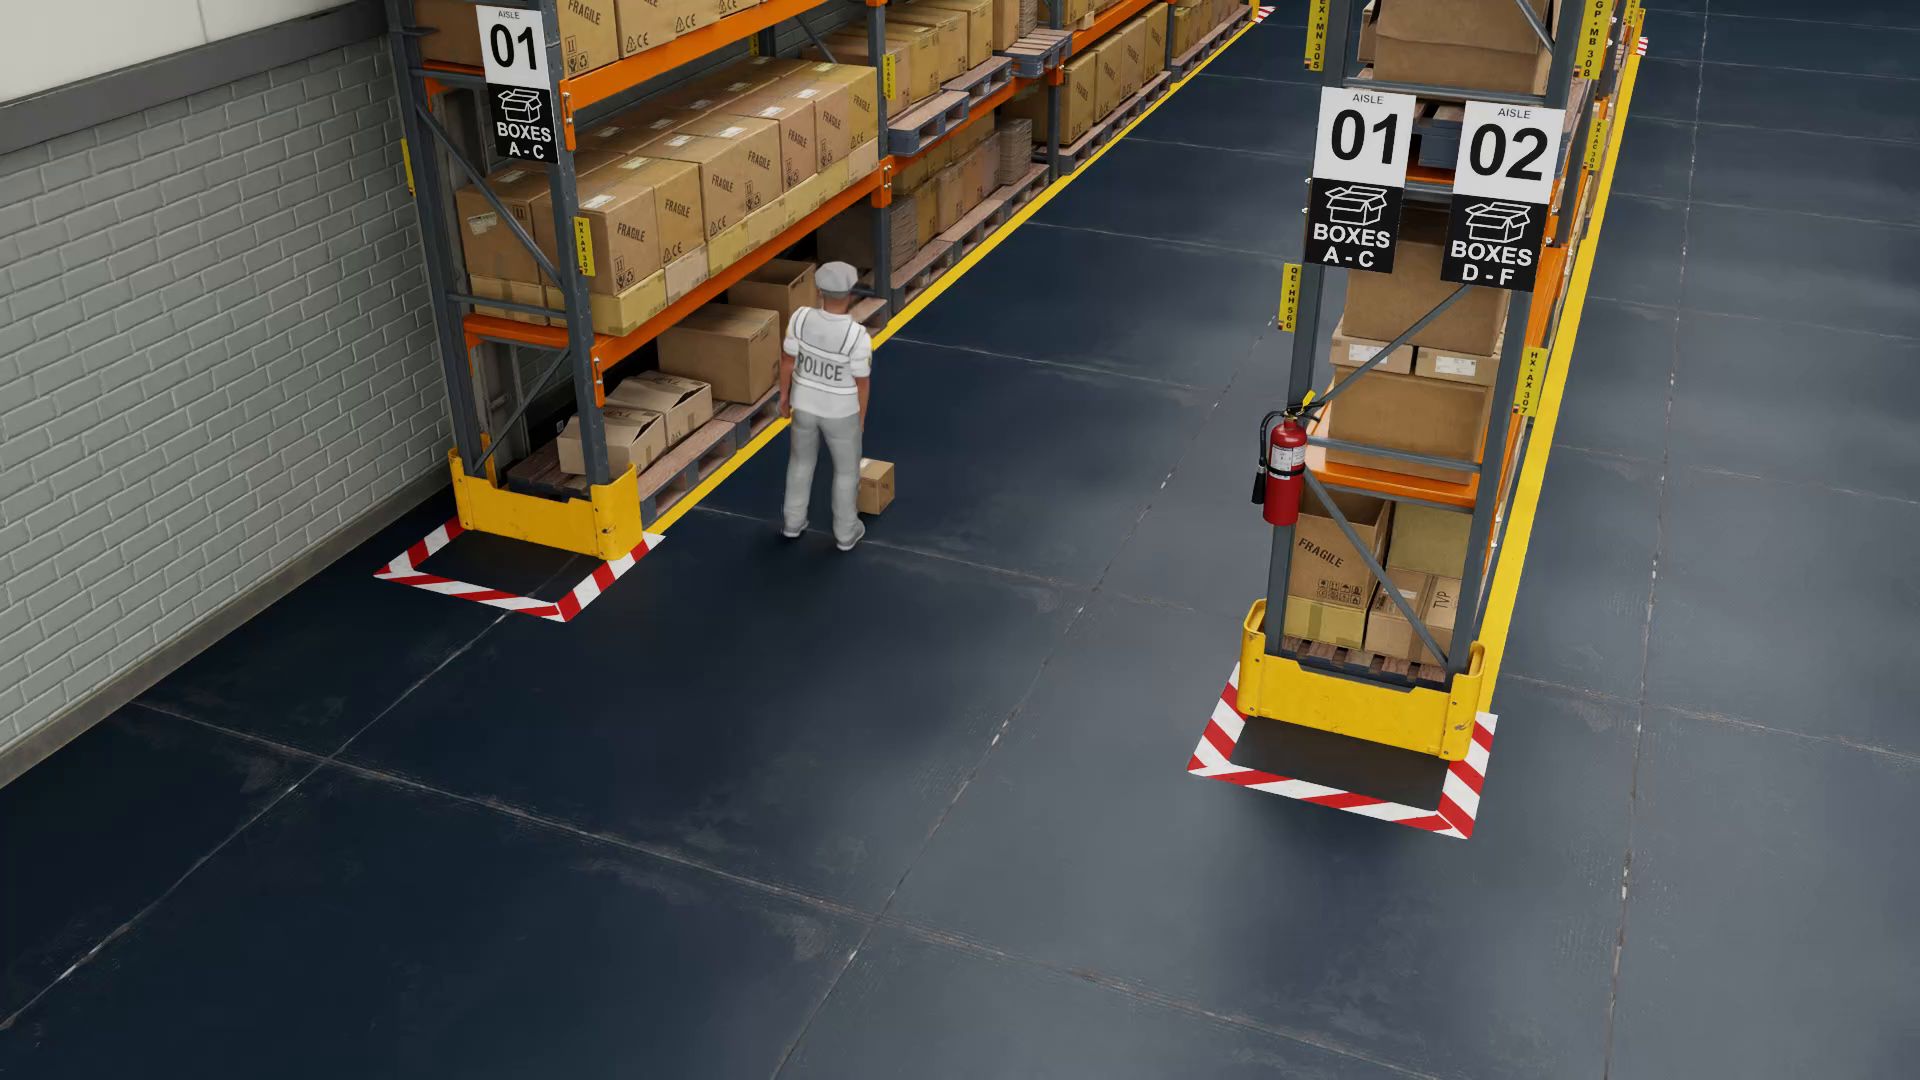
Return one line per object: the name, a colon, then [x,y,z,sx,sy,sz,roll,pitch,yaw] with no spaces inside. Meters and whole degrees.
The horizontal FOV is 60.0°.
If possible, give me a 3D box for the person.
person: [-0.788,-0.783,9.757,0.643,1.767,0.397,12,32,20]
